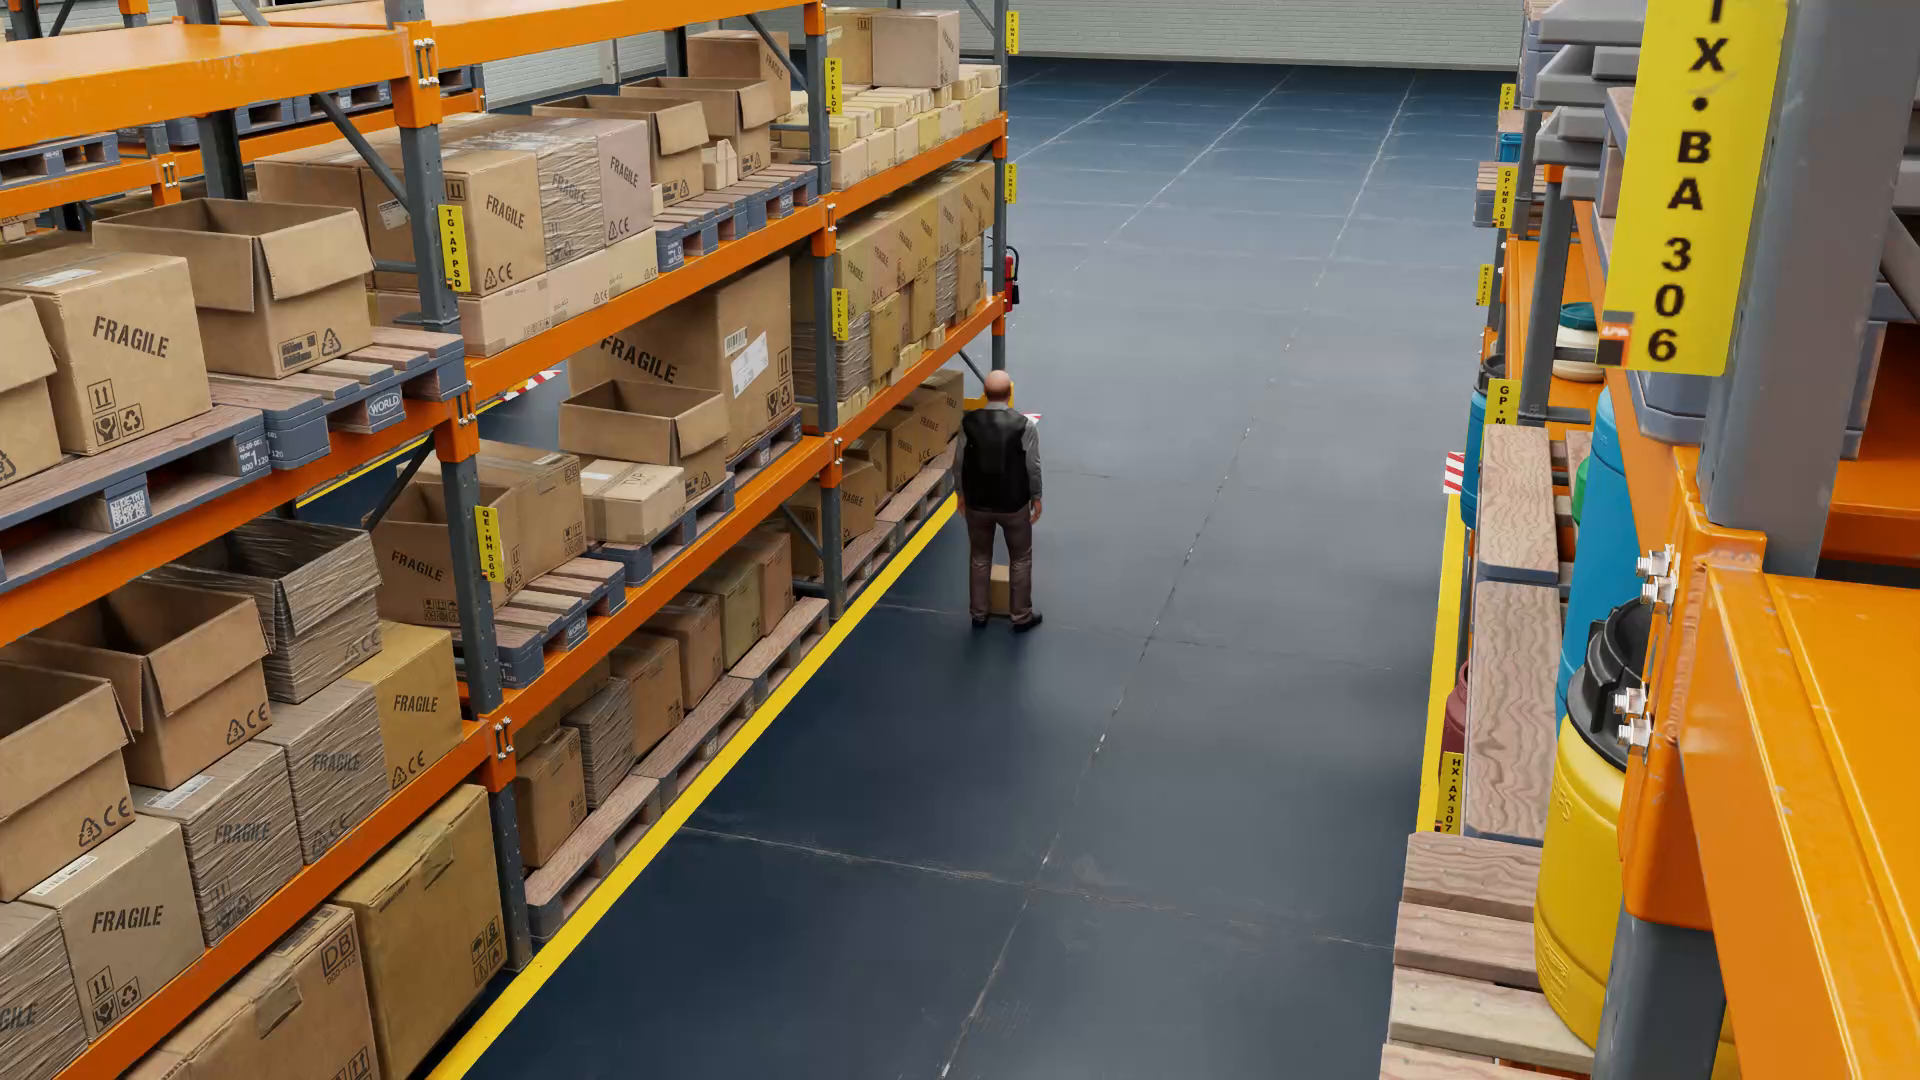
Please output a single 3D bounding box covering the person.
[{"bbox_3d":[0.241,-0.239,10.719,0.579,1.719,0.424,5,22,13],"label":"person"}]
